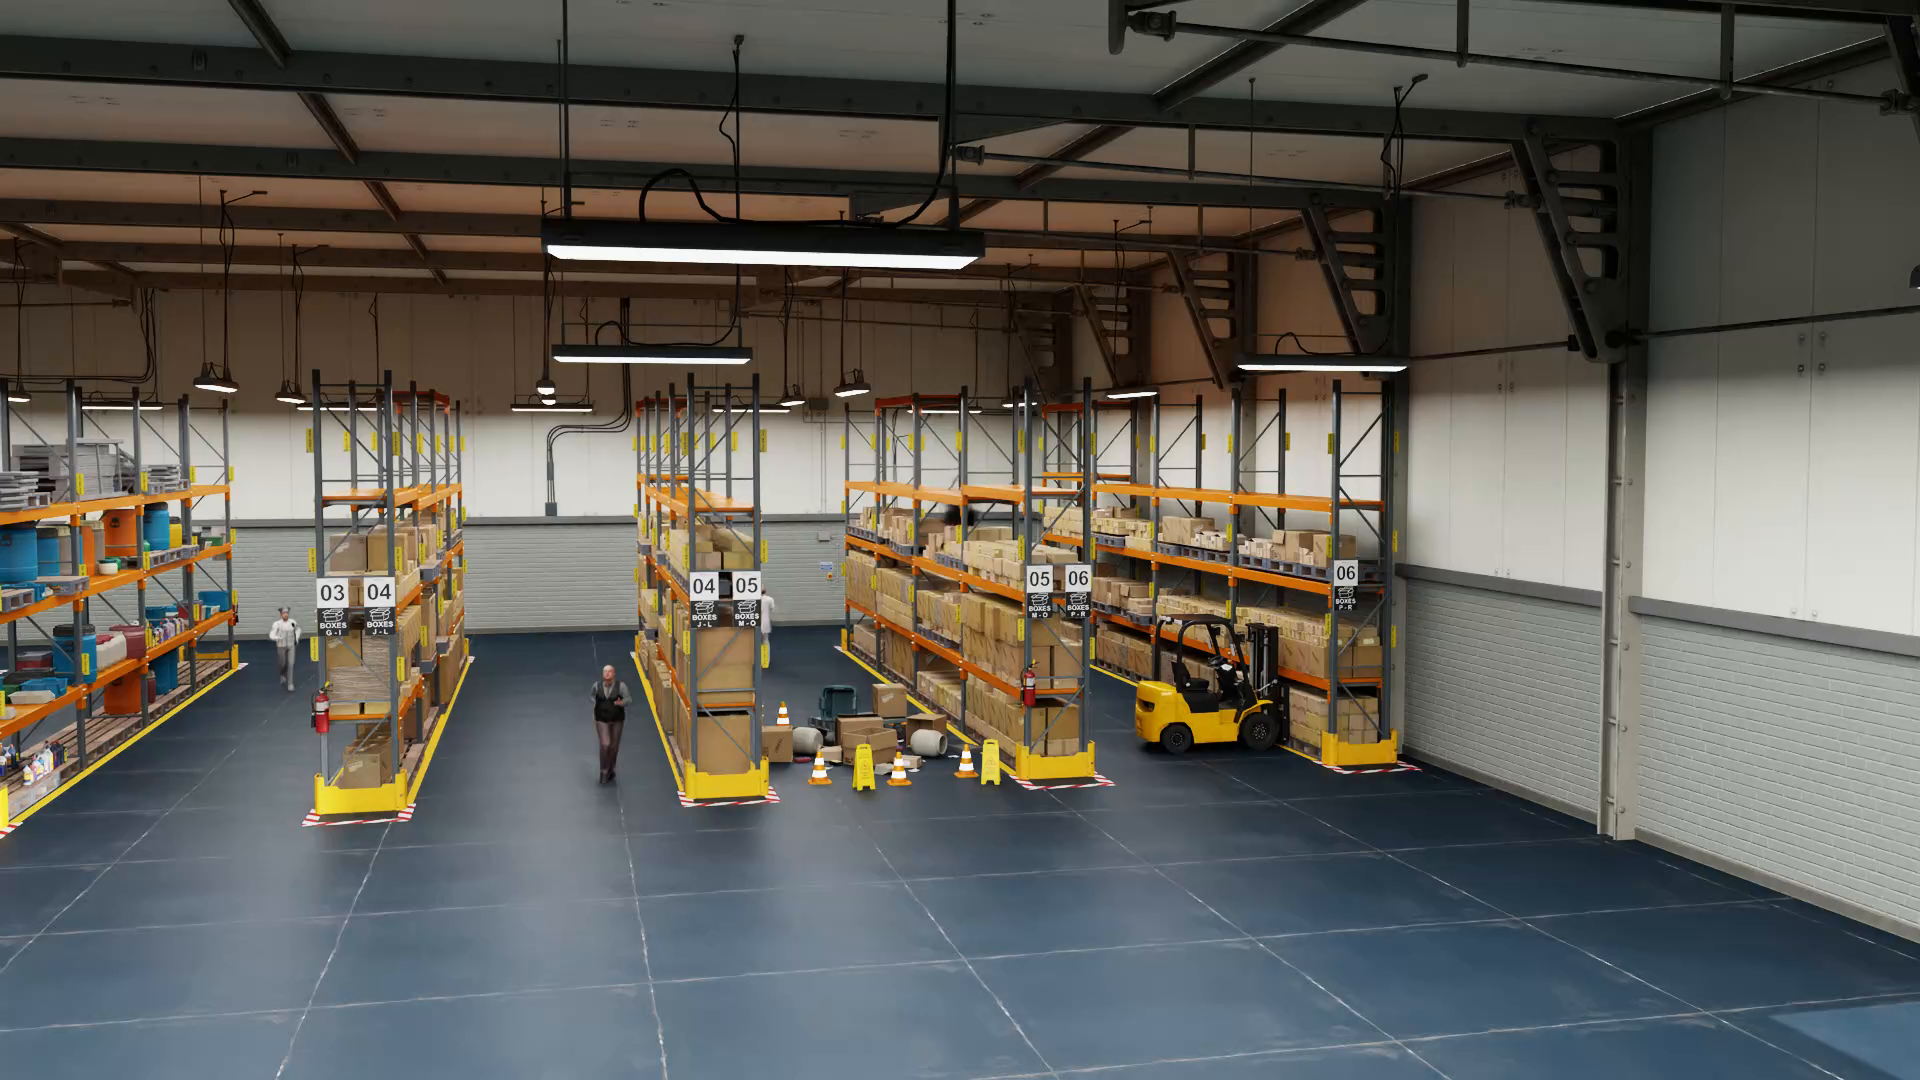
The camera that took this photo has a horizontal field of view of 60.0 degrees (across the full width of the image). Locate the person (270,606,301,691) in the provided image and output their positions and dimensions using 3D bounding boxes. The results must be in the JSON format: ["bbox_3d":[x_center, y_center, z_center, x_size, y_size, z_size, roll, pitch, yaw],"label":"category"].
[{"bbox_3d":[-13.739,2.192,33.904,0.617,1.689,0.921,-2,4,-29],"label":"person"}]

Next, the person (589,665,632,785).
[{"bbox_3d":[-5.172,2.738,24.647,0.625,1.787,0.763,-1,3,-14],"label":"person"}]

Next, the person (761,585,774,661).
[{"bbox_3d":[-4.531,1.940,37.806,0.672,1.834,0.812,-1,4,-22],"label":"person"}]
